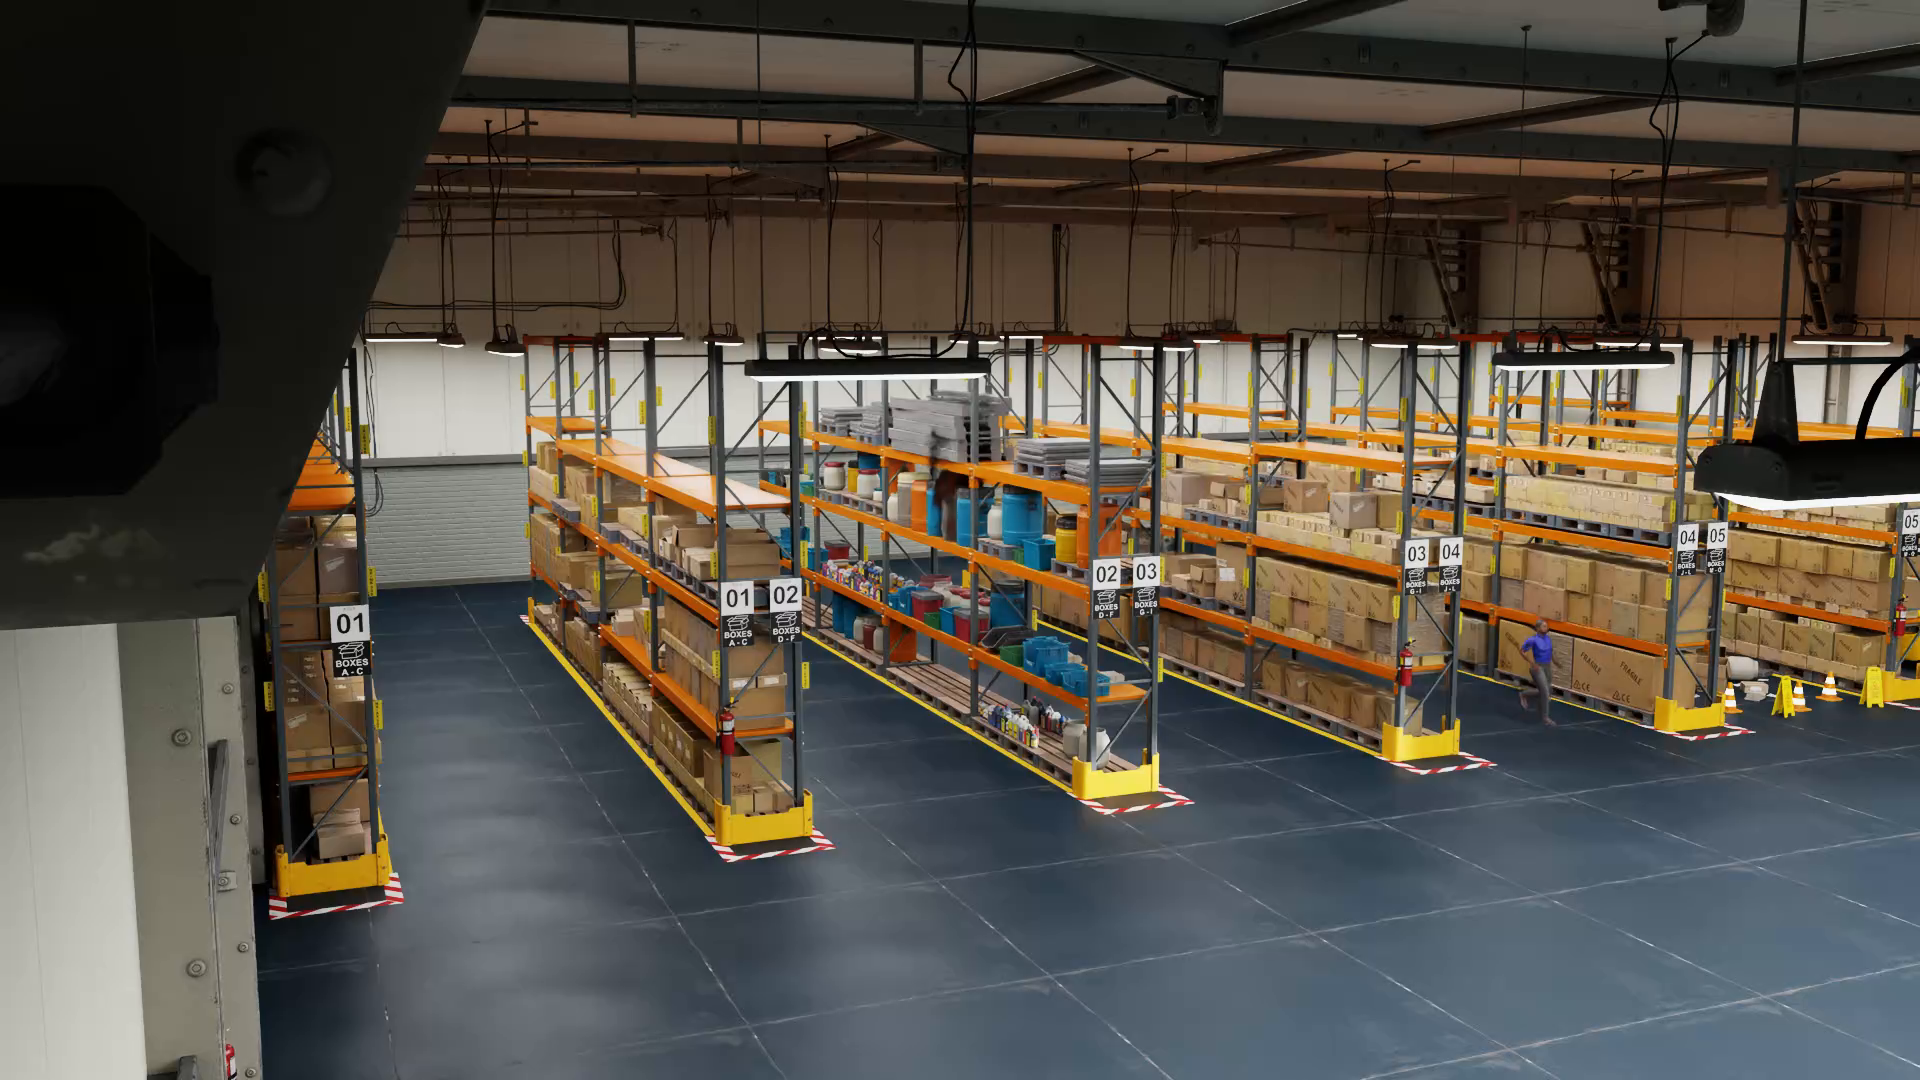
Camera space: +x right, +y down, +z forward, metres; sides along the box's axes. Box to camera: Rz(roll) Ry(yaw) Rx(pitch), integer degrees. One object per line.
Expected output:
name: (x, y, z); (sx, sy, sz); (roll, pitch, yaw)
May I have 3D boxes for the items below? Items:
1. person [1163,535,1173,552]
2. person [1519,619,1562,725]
person: (5.271, -0.021, 41.868); (0.591, 1.591, 0.677); (0, 8, -1)
person: (9.107, 2.060, 26.236); (0.577, 1.643, 0.760); (-5, 9, -31)
